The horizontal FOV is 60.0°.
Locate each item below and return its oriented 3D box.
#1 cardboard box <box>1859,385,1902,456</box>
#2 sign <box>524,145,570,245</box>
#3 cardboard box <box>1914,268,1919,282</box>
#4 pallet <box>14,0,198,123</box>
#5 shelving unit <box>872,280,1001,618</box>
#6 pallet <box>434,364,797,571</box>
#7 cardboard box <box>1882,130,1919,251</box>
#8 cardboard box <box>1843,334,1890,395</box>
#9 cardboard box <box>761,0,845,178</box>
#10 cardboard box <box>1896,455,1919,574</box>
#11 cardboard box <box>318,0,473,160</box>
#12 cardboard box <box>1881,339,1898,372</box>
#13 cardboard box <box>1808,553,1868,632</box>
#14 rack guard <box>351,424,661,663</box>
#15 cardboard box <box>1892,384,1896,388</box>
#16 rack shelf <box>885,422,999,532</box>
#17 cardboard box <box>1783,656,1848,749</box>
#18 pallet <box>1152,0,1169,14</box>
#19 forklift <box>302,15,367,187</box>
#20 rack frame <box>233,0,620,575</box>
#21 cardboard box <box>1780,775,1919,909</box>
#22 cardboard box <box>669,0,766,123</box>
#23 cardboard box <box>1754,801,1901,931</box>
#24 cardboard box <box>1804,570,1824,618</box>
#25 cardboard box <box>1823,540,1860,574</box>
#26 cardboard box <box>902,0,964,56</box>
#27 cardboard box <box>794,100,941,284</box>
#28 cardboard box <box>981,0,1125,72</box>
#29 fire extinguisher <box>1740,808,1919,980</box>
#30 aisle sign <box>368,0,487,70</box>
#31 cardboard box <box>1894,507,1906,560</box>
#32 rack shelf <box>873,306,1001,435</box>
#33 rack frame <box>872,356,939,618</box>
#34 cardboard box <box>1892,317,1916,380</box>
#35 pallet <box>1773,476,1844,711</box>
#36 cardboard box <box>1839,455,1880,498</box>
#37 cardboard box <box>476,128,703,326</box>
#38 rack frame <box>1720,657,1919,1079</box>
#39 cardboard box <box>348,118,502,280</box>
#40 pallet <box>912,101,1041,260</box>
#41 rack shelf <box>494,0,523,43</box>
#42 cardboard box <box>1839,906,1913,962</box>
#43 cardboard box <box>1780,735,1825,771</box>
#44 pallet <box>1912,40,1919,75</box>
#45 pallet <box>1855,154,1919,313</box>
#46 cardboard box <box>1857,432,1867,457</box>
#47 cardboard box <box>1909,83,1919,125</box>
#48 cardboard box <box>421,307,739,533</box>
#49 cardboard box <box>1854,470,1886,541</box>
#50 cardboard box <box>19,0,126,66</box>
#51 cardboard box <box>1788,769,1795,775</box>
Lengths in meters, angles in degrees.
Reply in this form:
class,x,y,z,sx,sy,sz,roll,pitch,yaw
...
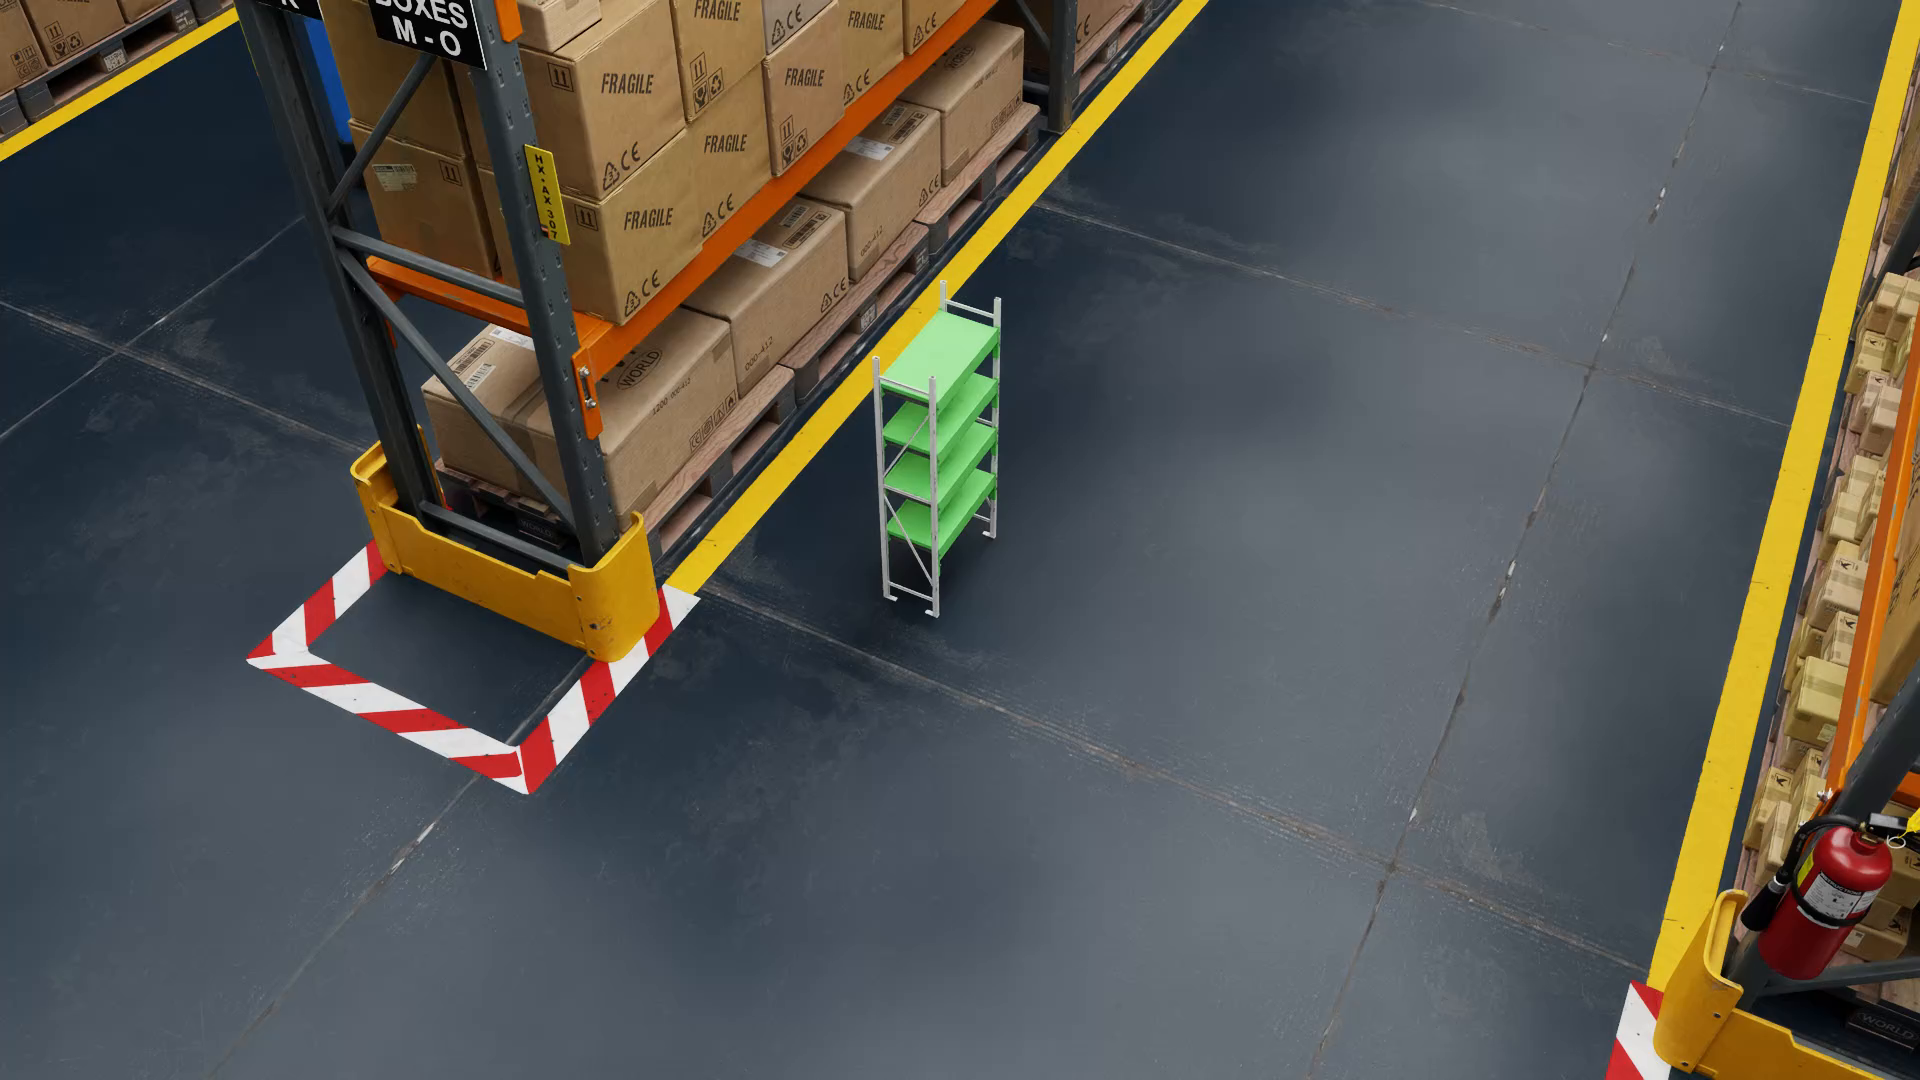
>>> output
class,x,y,z,sx,sy,sz,roll,pitch,yaw
cardboard box,3.671,-0.410,6.337,0.380,0.149,0.250,21,49,20
sign,-1.240,-1.034,4.999,0.100,0.325,0.005,20,49,19
cardboard box,4.216,-1.044,6.964,0.380,0.149,0.250,22,49,21
pallet,-5.155,-2.862,9.430,1.003,0.211,1.213,20,49,19
shelving unit,-0.077,-0.317,6.220,0.258,1.200,0.503,20,49,19
pallet,-1.427,-0.439,7.035,1.003,0.211,1.213,20,49,19
cardboard box,4.680,-1.657,7.741,0.500,0.500,0.500,20,49,18
cardboard box,3.982,-0.693,7.035,0.380,0.149,0.250,22,49,20
cardboard box,-0.789,-1.774,6.324,0.500,0.500,0.500,20,49,19
cardboard box,2.927,-0.149,4.509,0.500,0.500,0.500,20,49,18
cardboard box,-1.716,-1.658,5.507,0.500,0.500,0.500,22,49,20
cardboard box,4.070,-0.777,6.909,0.380,0.149,0.250,21,49,19
cardboard box,3.151,0.235,5.699,0.380,0.149,0.250,22,49,20
rack guard,-1.740,0.005,6.394,1.175,0.500,0.348,20,49,19
cardboard box,3.861,-0.442,6.578,0.380,0.149,0.250,18,48,17
rack shelf,-0.077,-0.273,6.266,0.258,0.148,0.480,20,49,19
cardboard box,2.899,0.565,5.373,0.380,0.149,0.250,19,48,18
pallet,0.985,-3.711,10.270,1.003,0.211,1.213,20,49,19
forklift,-2.247,-3.738,8.384,1.130,2.935,3.031,11,46,10
rack frame,-1.729,-0.889,5.520,1.000,3.000,0.127,20,49,19
cardboard box,2.724,0.910,5.033,0.380,0.149,0.250,21,49,19
cardboard box,-1.020,-1.812,5.659,0.500,0.500,0.500,19,48,18
cardboard box,2.695,1.005,5.148,0.380,0.149,0.250,19,48,18
cardboard box,3.302,0.295,6.058,0.380,0.149,0.250,21,49,20
cardboard box,3.299,0.191,5.952,0.380,0.149,0.250,23,50,21
cardboard box,-0.315,-2.420,6.963,0.500,0.500,0.500,20,49,18
cardboard box,-0.673,-1.732,7.859,0.875,0.438,0.875,19,48,18
cardboard box,0.345,-3.227,9.029,0.875,0.875,0.875,22,49,20
fire extinguisher,2.177,0.846,4.121,0.296,0.674,0.183,20,49,19
aisle sign,-1.505,-1.662,4.456,0.394,0.787,0.004,20,49,19
cardboard box,2.953,-0.005,4.822,0.380,0.149,0.250,22,49,20
rack shelf,-0.077,-0.610,5.924,0.258,0.148,0.480,20,49,19
rack frame,-0.190,-0.164,6.068,0.240,1.200,0.015,20,49,19
cardboard box,3.962,-0.715,6.638,0.380,0.149,0.250,20,49,19
pallet,3.714,0.348,6.258,1.003,0.211,1.213,20,49,19
cardboard box,3.539,-0.139,6.278,0.380,0.149,0.250,20,49,19
cardboard box,-1.251,-1.132,5.690,0.500,0.500,0.500,20,49,19
rack frame,2.703,0.681,3.968,1.000,3.000,0.127,20,49,19
cardboard box,-1.739,-1.316,5.871,0.500,0.500,0.500,21,49,19
pallet,-0.294,-1.976,8.554,1.003,0.211,1.213,20,49,19
rack shelf,-0.800,-2.951,5.954,1.077,0.370,4.000,20,49,19
cardboard box,2.762,1.135,5.228,0.380,0.149,0.250,21,49,20
cardboard box,2.935,0.677,5.472,0.380,0.149,0.250,19,48,17
pallet,6.052,-2.886,9.454,1.003,0.211,1.213,20,49,19
pallet,4.920,-1.349,7.935,1.003,0.211,1.213,20,49,19
cardboard box,3.840,-0.343,6.689,0.380,0.149,0.250,19,48,18
cardboard box,5.160,-2.302,8.378,0.500,0.500,0.500,19,48,18
cardboard box,-1.511,-0.585,6.725,0.875,0.438,0.875,19,48,18
cardboard box,3.468,-0.068,5.999,0.380,0.149,0.250,21,49,19
cardboard box,-4.994,-2.974,9.043,0.500,0.500,0.500,21,49,20
cardboard box,2.991,0.802,5.557,0.380,0.149,0.250,20,49,19
